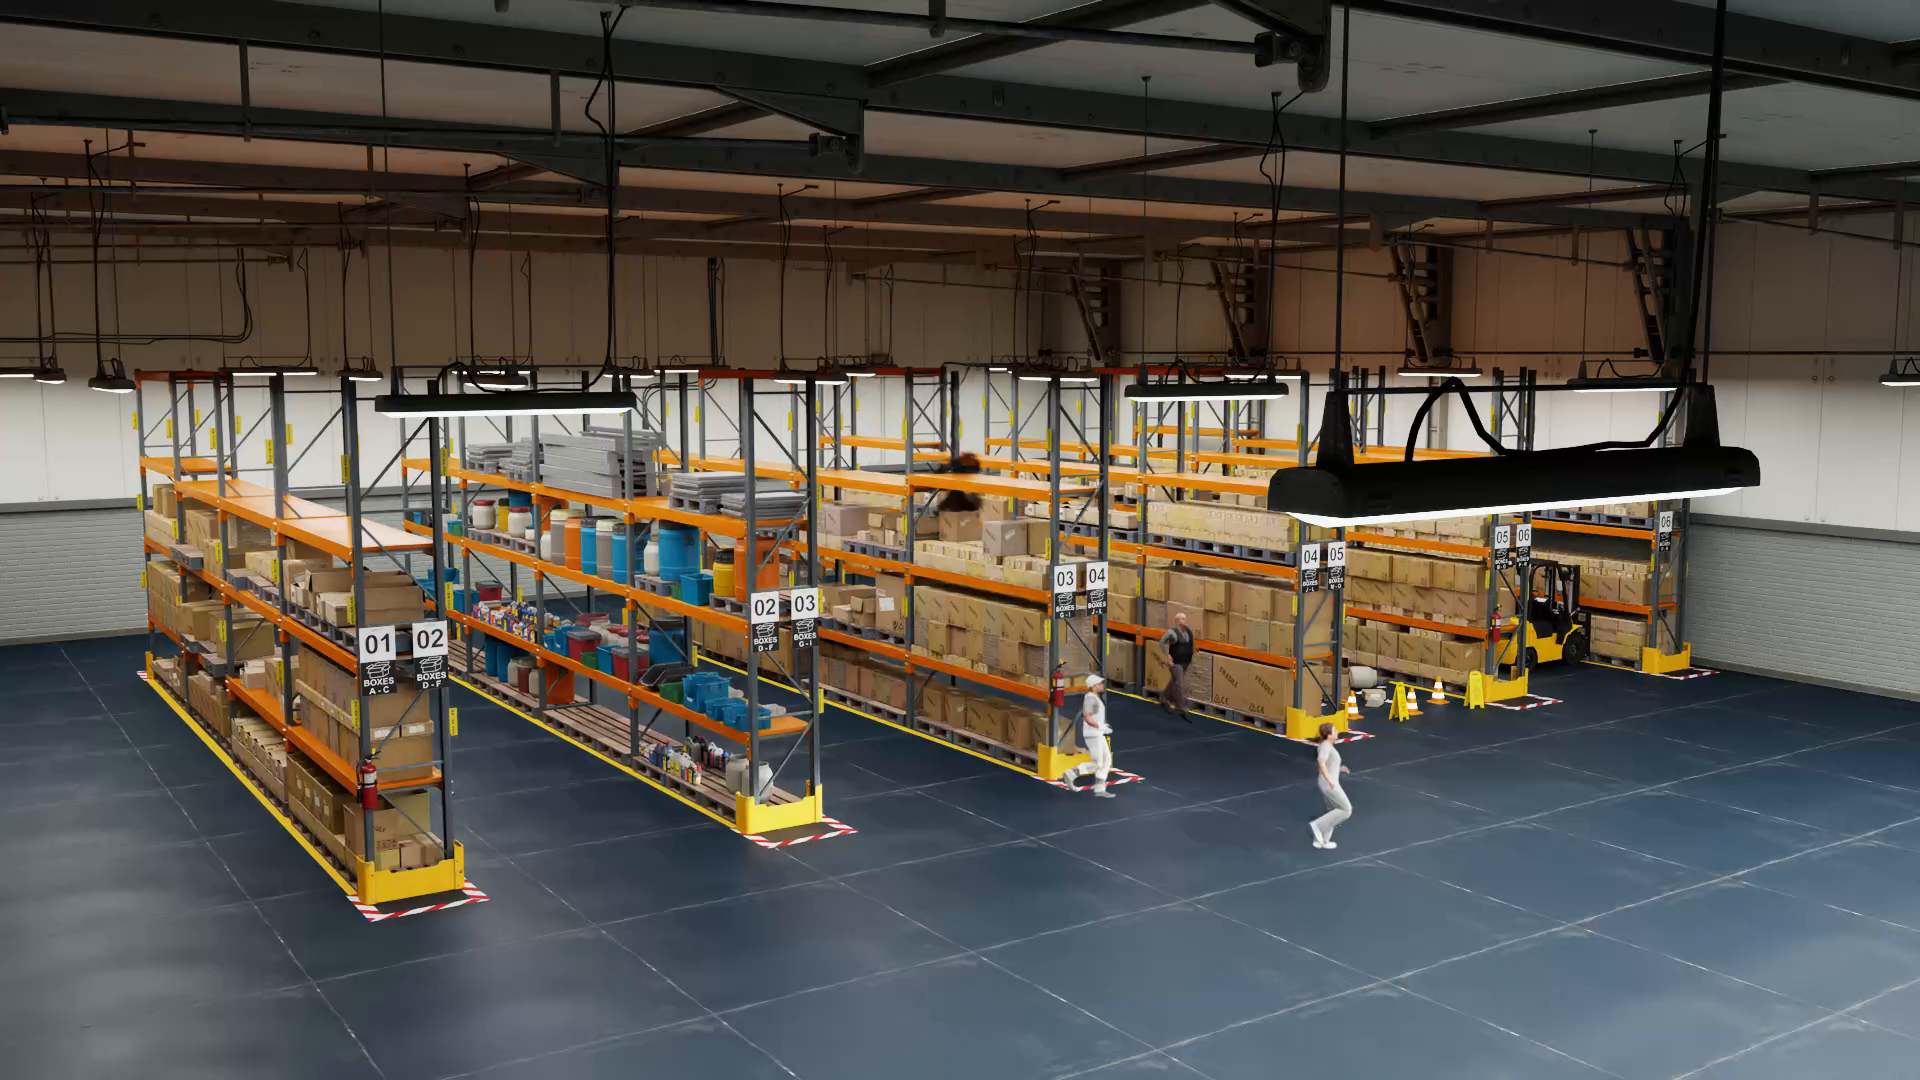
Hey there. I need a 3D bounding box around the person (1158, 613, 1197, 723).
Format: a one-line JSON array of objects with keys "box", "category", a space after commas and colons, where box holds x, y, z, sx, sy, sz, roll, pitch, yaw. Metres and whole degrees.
[{"box": [3.625, 2.087, 27.582, 0.650, 1.794, 0.762, -6, 9, -43], "category": "person"}]

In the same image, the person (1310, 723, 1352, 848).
[{"box": [4.727, 3.130, 21.192, 0.519, 1.625, 0.622, 1, 6, 6], "category": "person"}]

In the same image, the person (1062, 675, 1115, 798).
[{"box": [1.850, 2.793, 23.754, 0.764, 1.750, 0.684, 1, 7, 8], "category": "person"}]
